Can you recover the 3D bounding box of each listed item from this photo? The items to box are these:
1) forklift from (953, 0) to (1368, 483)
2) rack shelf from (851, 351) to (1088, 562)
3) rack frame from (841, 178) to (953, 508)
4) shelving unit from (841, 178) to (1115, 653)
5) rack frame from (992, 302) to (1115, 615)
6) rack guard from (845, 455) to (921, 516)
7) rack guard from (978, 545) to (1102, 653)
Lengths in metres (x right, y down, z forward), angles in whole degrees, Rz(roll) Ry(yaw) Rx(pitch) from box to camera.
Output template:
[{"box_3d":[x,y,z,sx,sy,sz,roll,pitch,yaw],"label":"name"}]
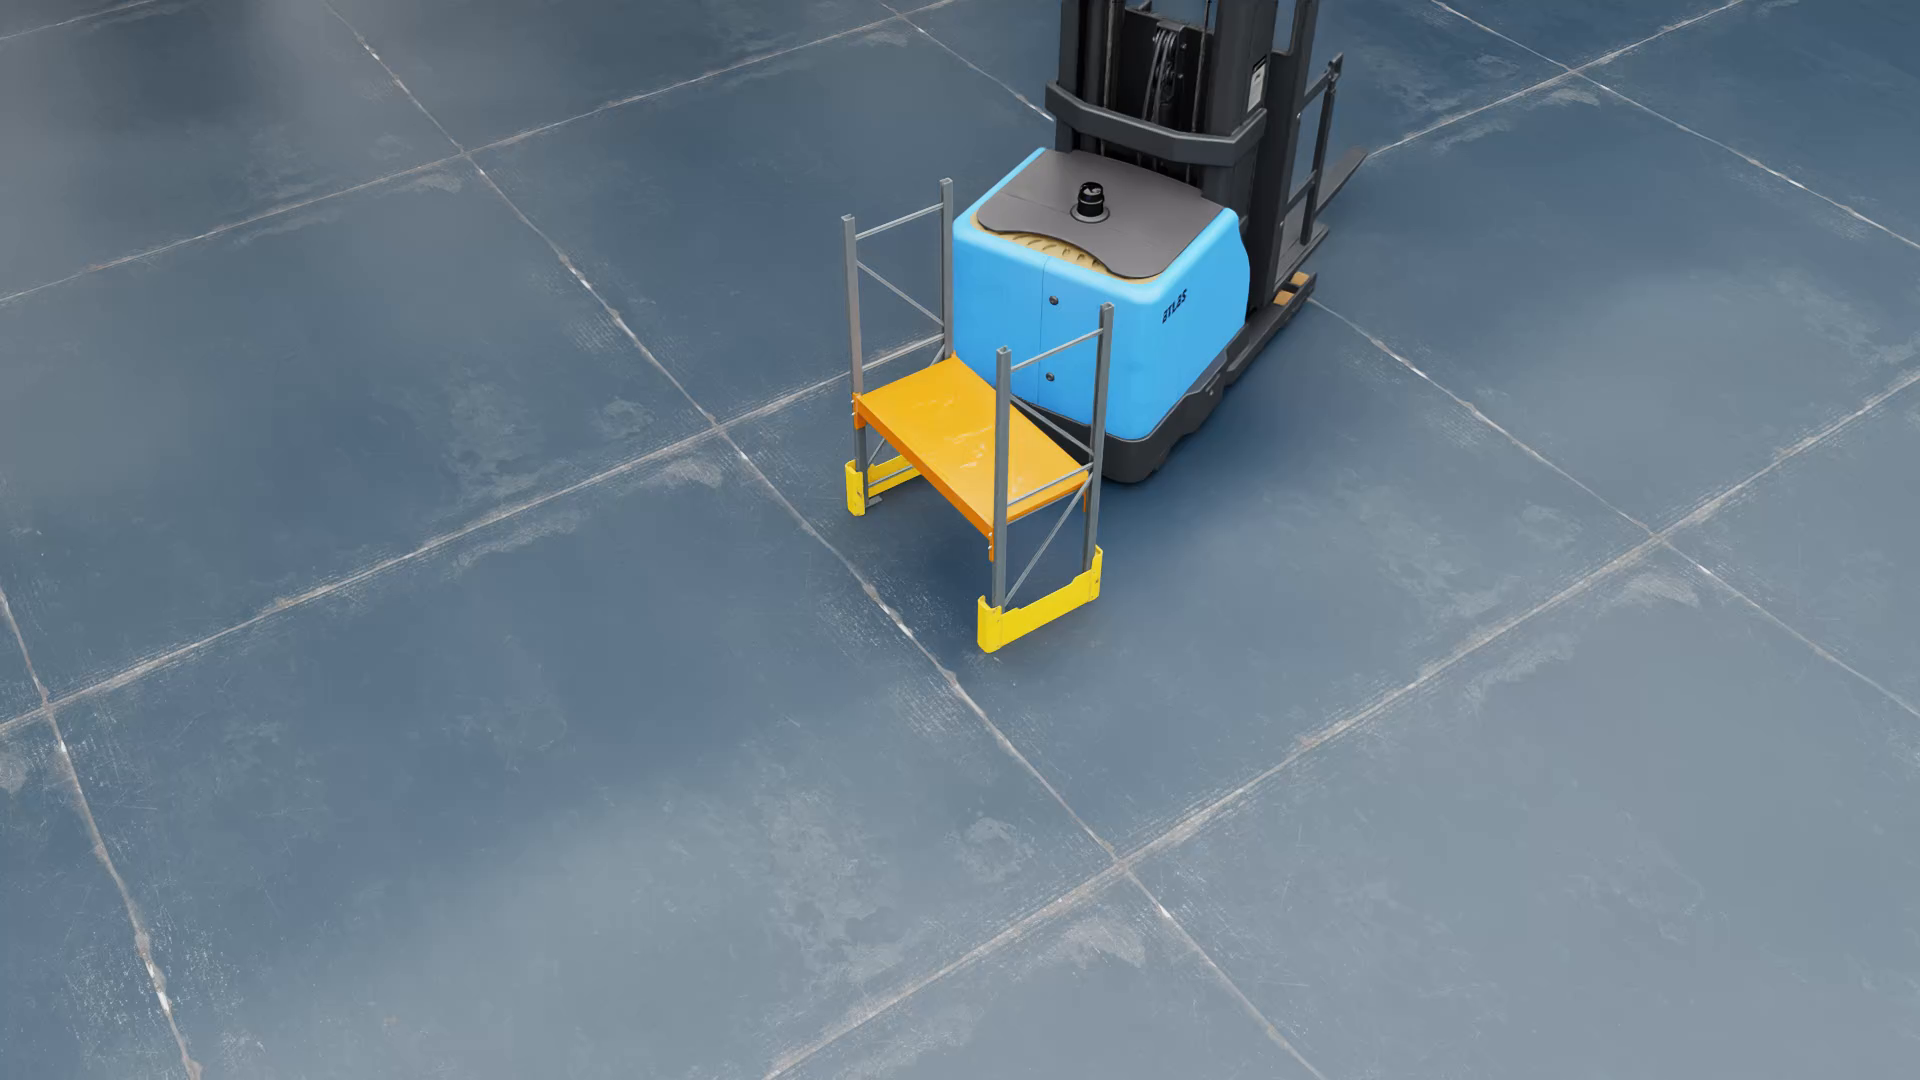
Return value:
[{"box_3d":[1.158,-2.309,7.537,1.130,2.935,3.031,24,49,23],"label":"forklift"},{"box_3d":[0.049,-0.364,6.797,0.538,0.185,1.000,-26,49,-24],"label":"rack shelf"},{"box_3d":[-0.242,-0.782,6.974,0.500,1.500,0.032,-26,49,-24],"label":"rack frame"},{"box_3d":[0.044,-0.499,6.678,0.587,1.500,1.083,-26,49,-24],"label":"shelving unit"},{"box_3d":[0.340,-0.206,6.371,0.500,1.500,0.032,-26,49,-24],"label":"rack frame"},{"box_3d":[-0.241,-0.329,7.405,0.587,0.250,0.087,-26,49,-24],"label":"rack guard"},{"box_3d":[0.328,0.235,6.814,0.587,0.250,0.087,-26,49,-24],"label":"rack guard"}]
